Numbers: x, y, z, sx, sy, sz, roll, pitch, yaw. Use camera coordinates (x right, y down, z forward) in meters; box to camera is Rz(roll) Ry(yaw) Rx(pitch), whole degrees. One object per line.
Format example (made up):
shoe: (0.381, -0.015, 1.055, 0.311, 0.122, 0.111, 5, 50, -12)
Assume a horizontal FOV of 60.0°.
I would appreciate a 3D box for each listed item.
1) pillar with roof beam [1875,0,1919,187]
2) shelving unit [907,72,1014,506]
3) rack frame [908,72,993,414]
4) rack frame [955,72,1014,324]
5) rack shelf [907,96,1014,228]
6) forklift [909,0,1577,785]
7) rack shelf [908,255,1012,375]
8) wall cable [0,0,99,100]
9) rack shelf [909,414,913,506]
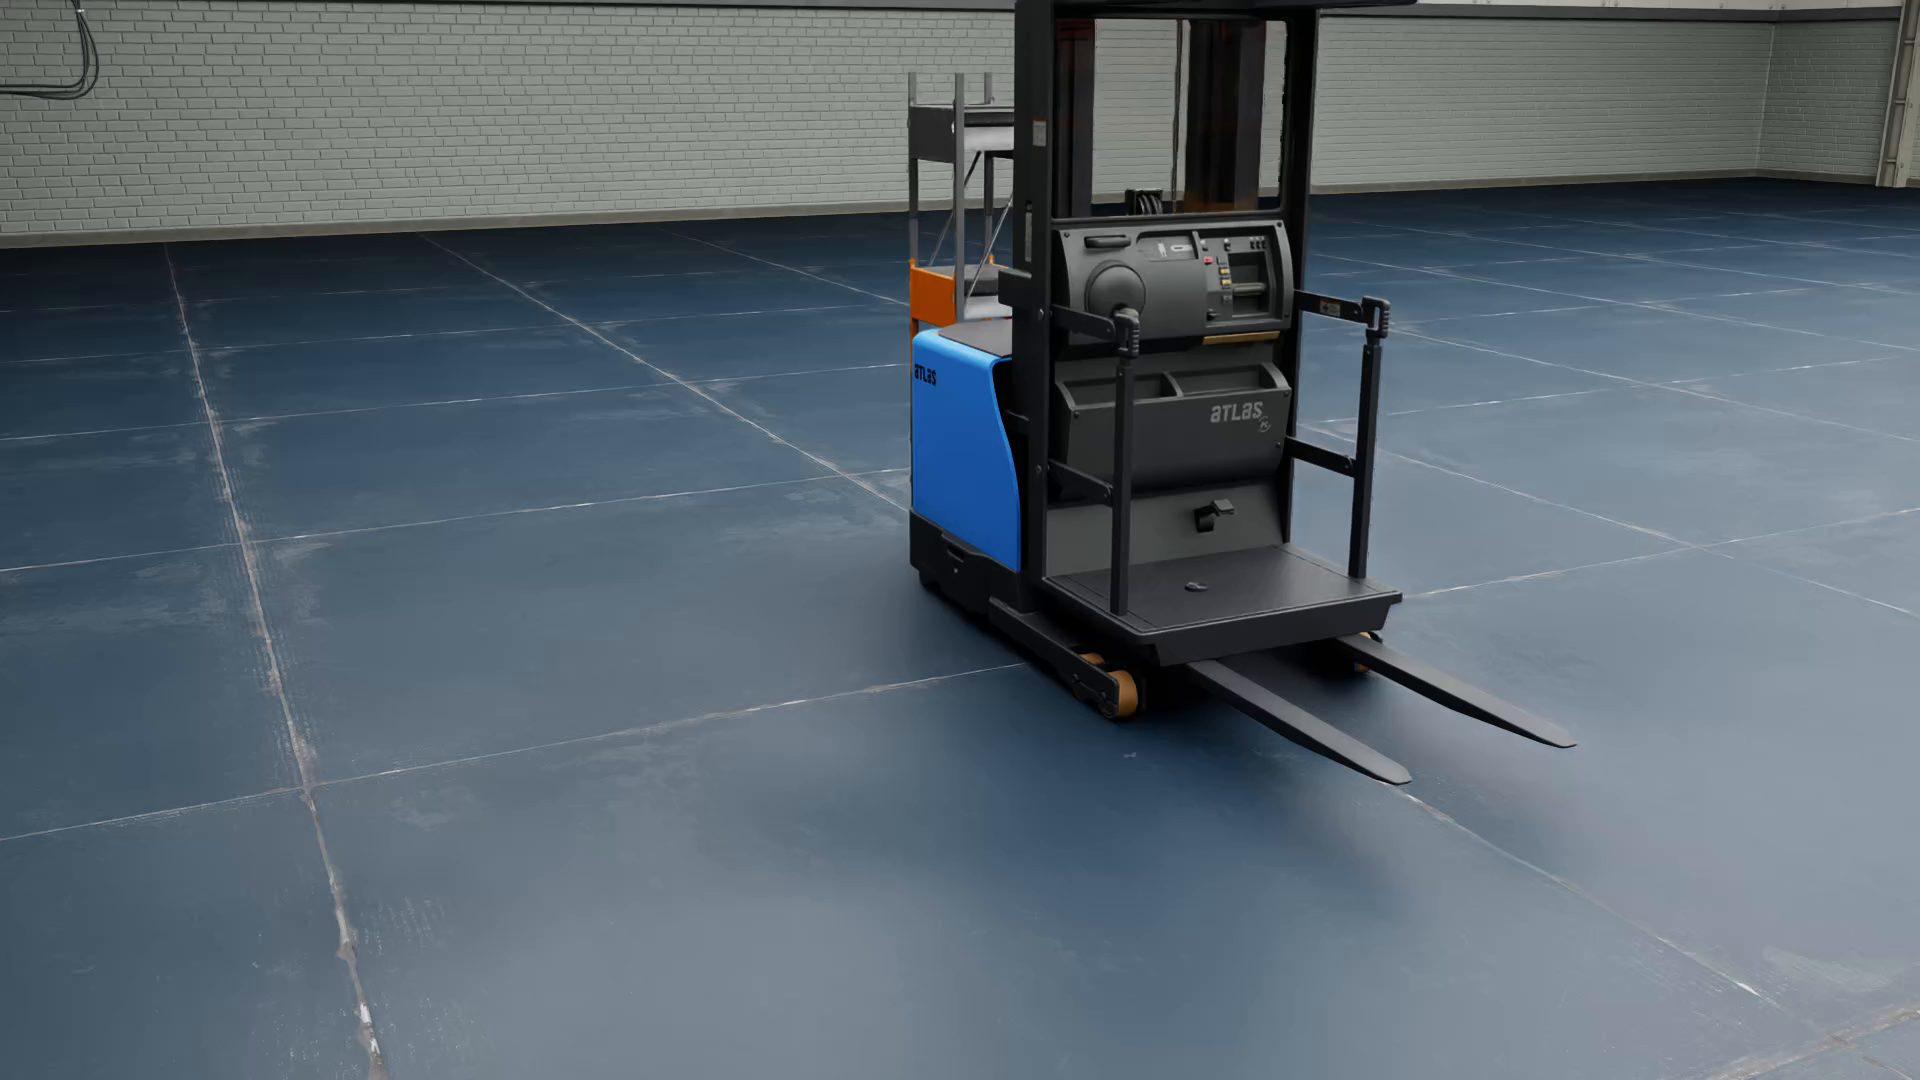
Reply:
pillar with roof beam: (12.887, -10.172, 26.884, 9.100, 9.000, 0.400, -8, 18, -25)
shelving unit: (0.062, -0.977, 7.349, 0.431, 2.100, 0.503, -7, 18, -24)
rack frame: (-0.040, -1.038, 7.562, 0.400, 2.100, 0.015, -7, 18, -24)
rack frame: (0.164, -0.916, 7.136, 0.400, 2.100, 0.015, -7, 18, -24)
rack shelf: (0.062, -1.637, 7.160, 0.431, 0.518, 0.480, -7, 18, -24)
forklift: (0.866, -0.938, 5.706, 1.130, 2.935, 3.031, -7, 18, -24)
rack shelf: (0.062, -0.964, 7.353, 0.431, 0.518, 0.480, -7, 18, -24)
wall cable: (-11.661, -6.284, 18.963, 3.097, 2.526, 0.112, -8, 18, -25)
rack shelf: (0.062, -0.291, 7.546, 0.431, 0.518, 0.480, -7, 18, -24)
